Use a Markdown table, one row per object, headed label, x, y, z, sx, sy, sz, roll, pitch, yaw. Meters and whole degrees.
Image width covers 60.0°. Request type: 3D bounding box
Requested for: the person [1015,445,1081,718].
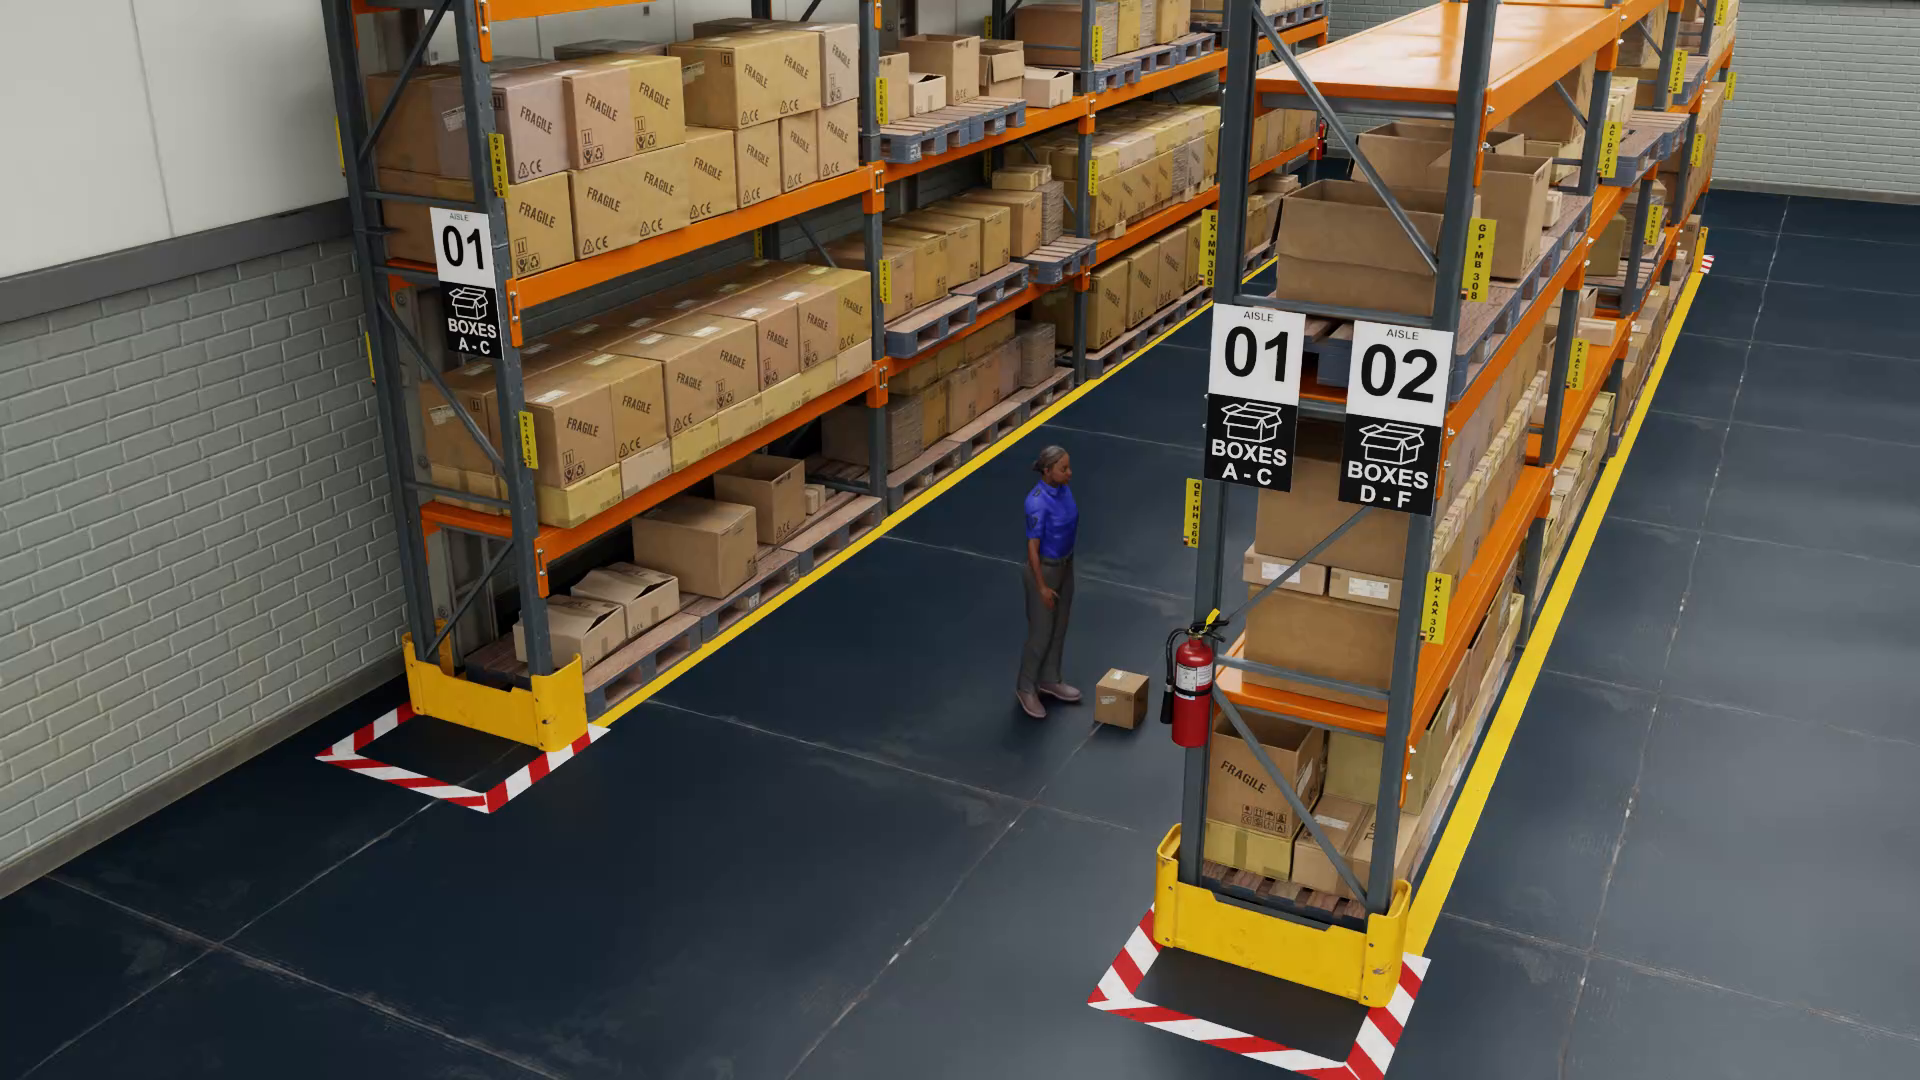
| label | x | y | z | sx | sy | sz | roll | pitch | yaw |
| --- | --- | --- | --- | --- | --- | --- | --- | --- | --- |
| person | 0.558 | 0.235 | 10.129 | 0.356 | 1.683 | 0.506 | 14 | 26 | 29 |
